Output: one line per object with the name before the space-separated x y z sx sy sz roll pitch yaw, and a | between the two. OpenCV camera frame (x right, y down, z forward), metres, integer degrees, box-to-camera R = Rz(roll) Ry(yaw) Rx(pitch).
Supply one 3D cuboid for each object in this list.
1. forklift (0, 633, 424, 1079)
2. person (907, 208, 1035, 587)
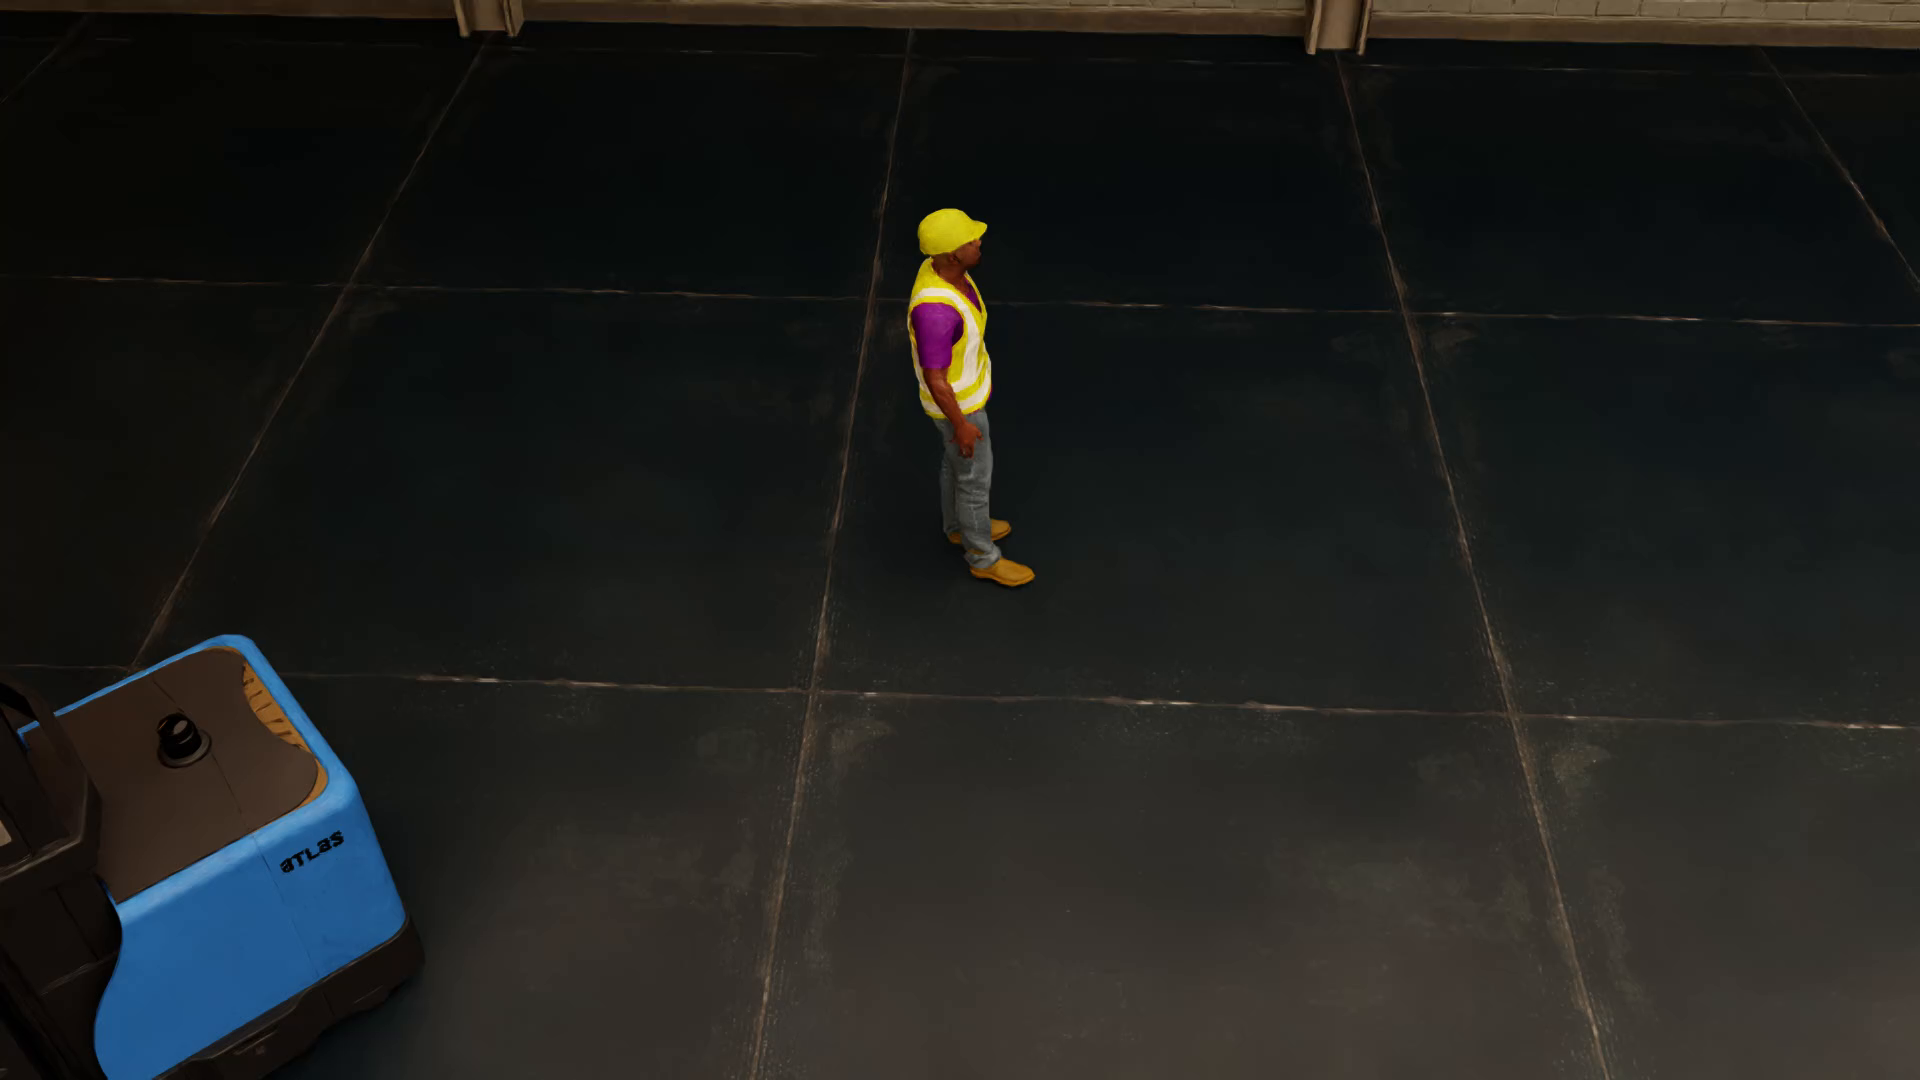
forklift | -3.429 0.909 4.747 3.031 2.935 1.130 -30 50 -28
person | 0.069 -0.652 7.310 0.576 1.766 0.665 2 42 2
